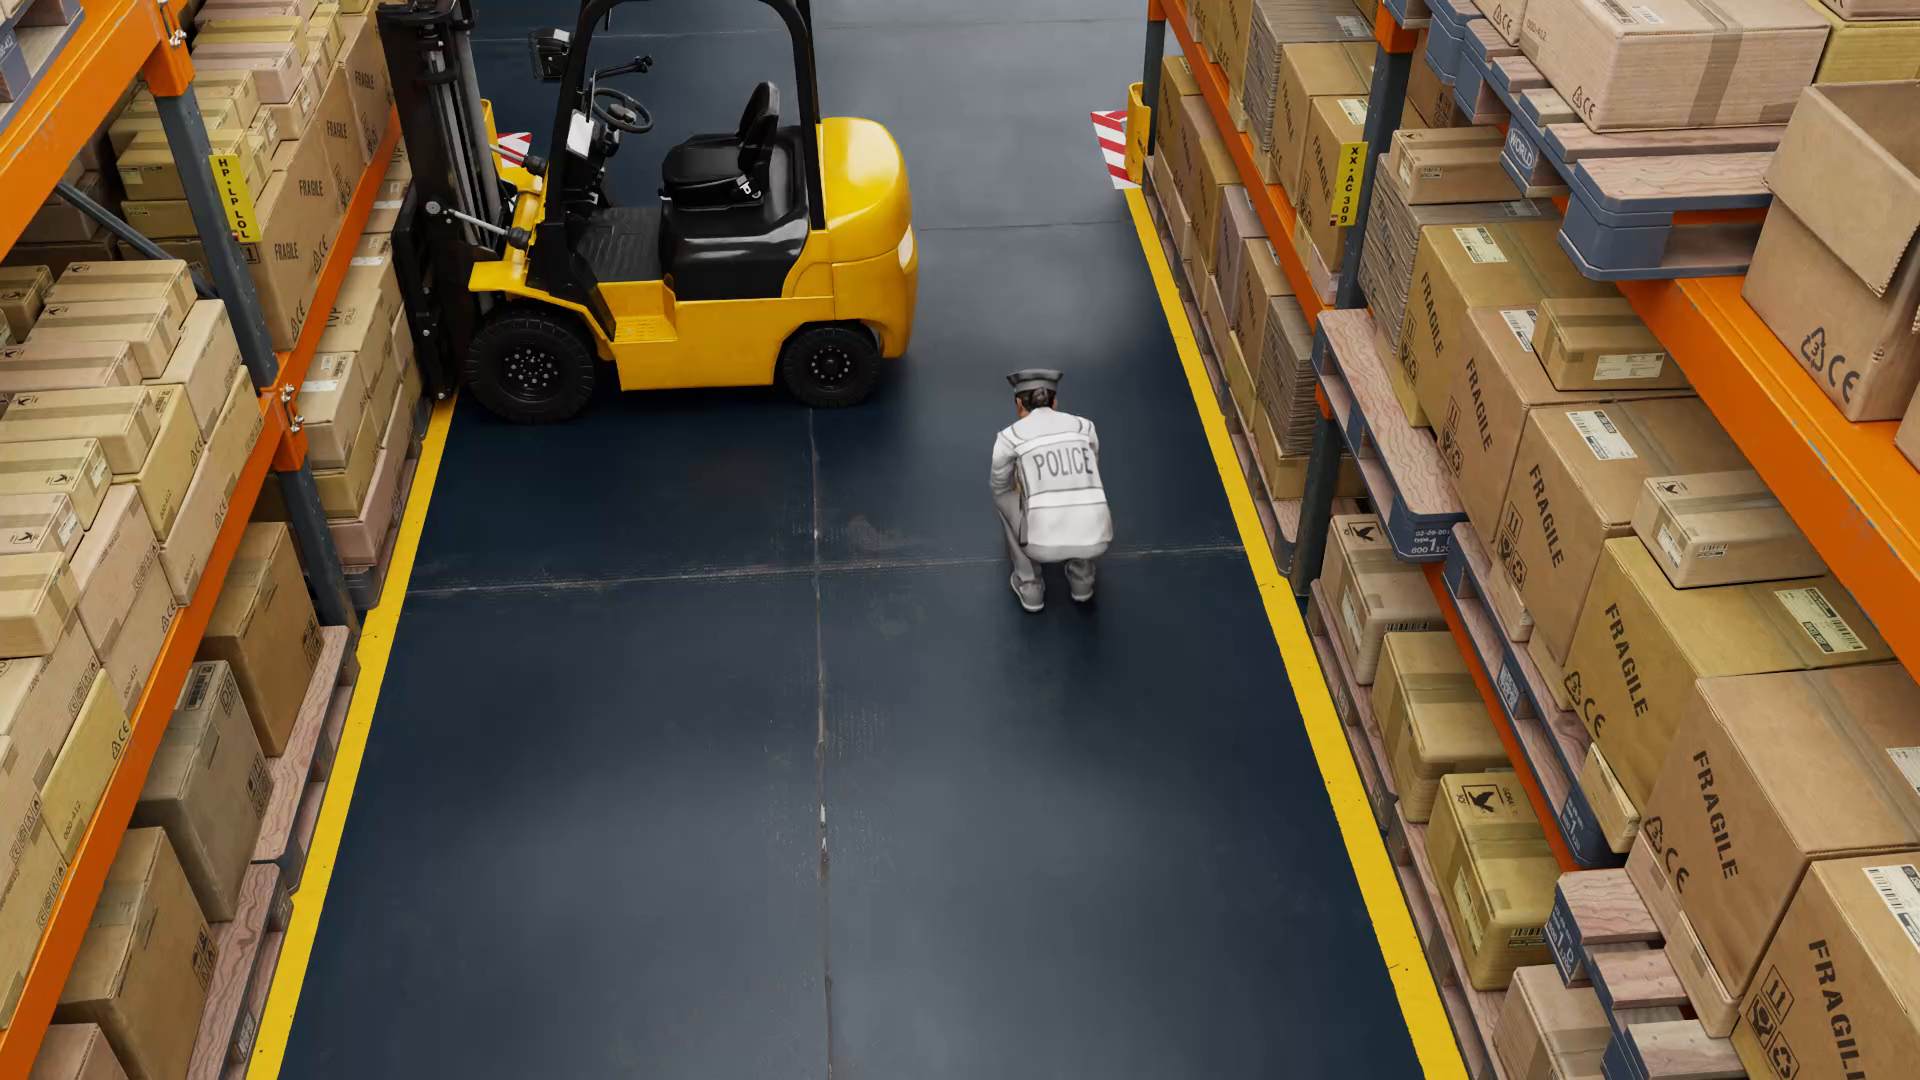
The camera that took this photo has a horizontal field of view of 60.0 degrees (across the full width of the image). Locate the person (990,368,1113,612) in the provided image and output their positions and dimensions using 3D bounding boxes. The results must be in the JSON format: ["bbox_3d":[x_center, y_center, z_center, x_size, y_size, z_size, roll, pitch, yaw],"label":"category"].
[{"bbox_3d":[0.381,-0.205,7.015,0.479,0.898,0.856,-3,39,-4],"label":"person"}]
